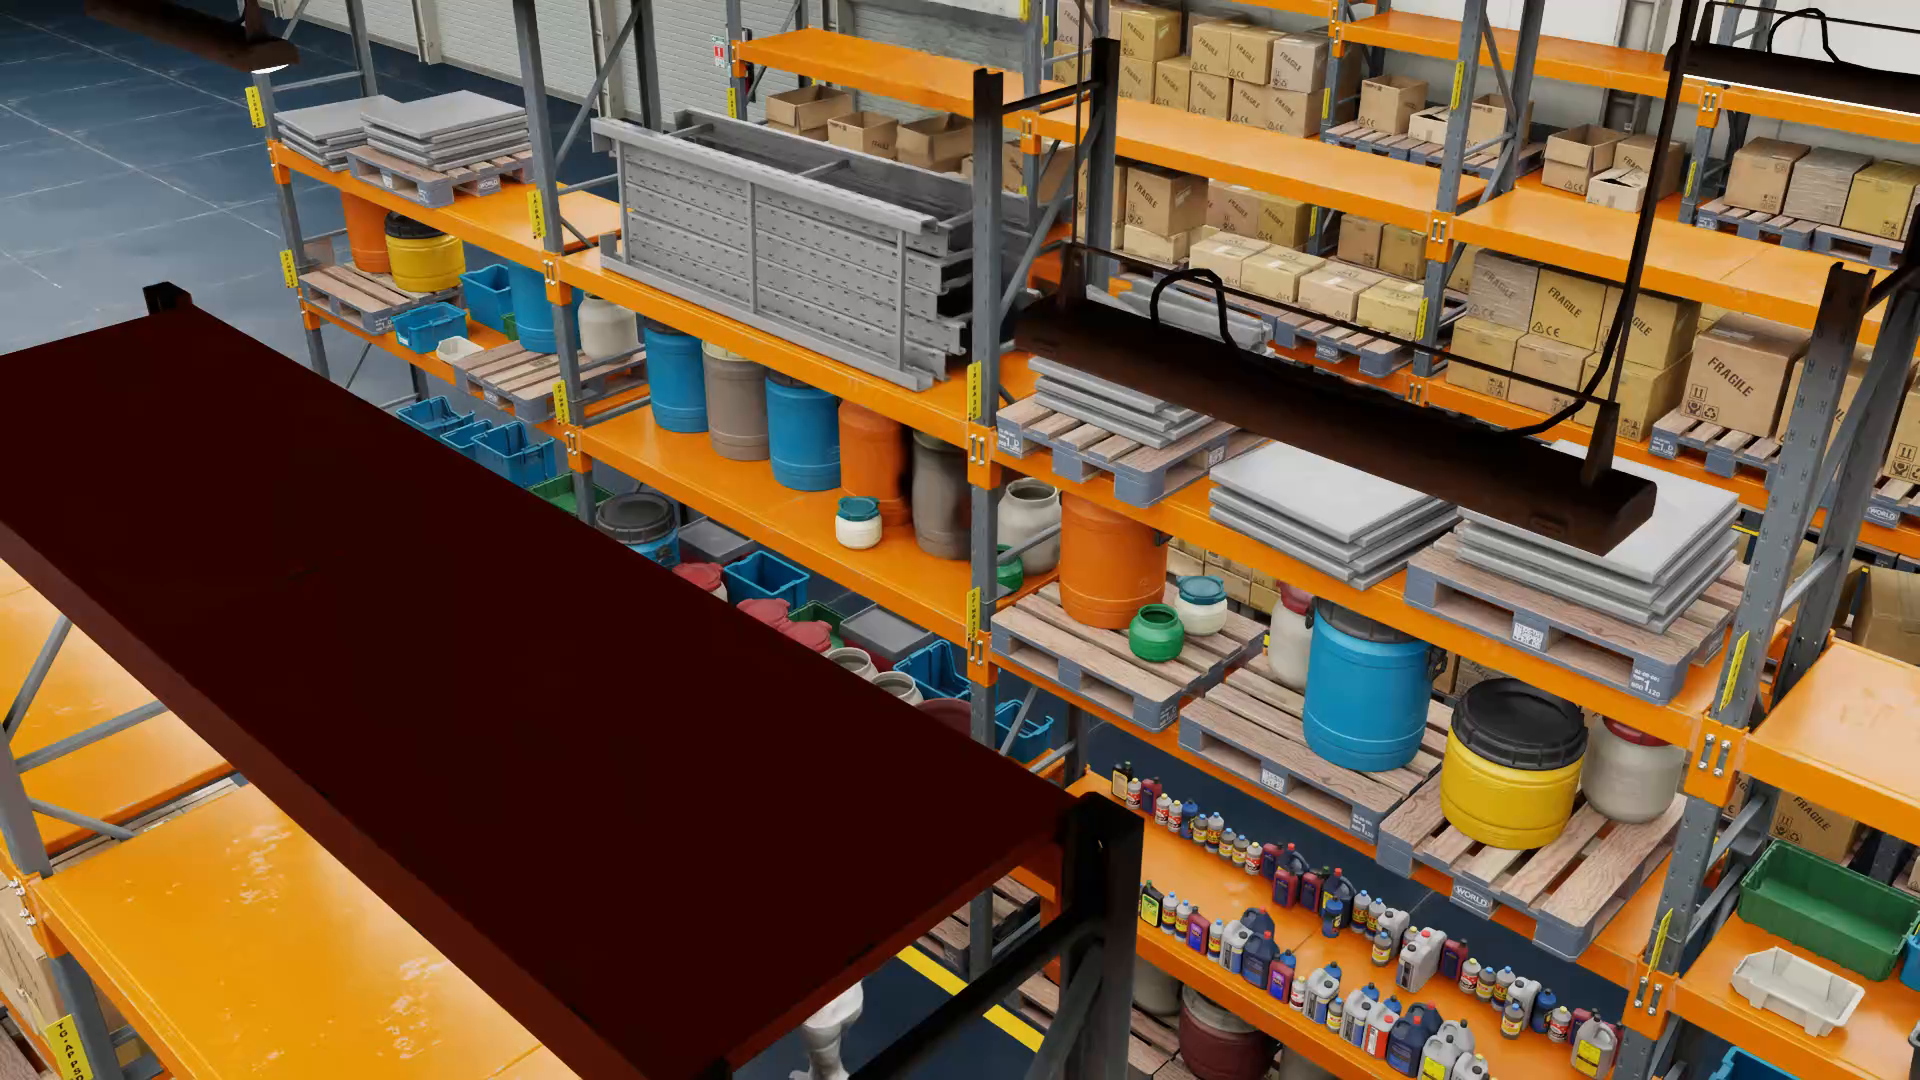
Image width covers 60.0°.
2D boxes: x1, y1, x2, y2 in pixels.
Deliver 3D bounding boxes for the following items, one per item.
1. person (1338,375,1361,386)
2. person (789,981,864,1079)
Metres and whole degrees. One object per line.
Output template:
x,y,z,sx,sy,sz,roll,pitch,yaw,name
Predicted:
3.746,-0.770,15.875,0.849,1.760,0.679,26,38,38,person
-0.743,2.646,9.258,0.799,1.721,0.599,23,37,35,person
